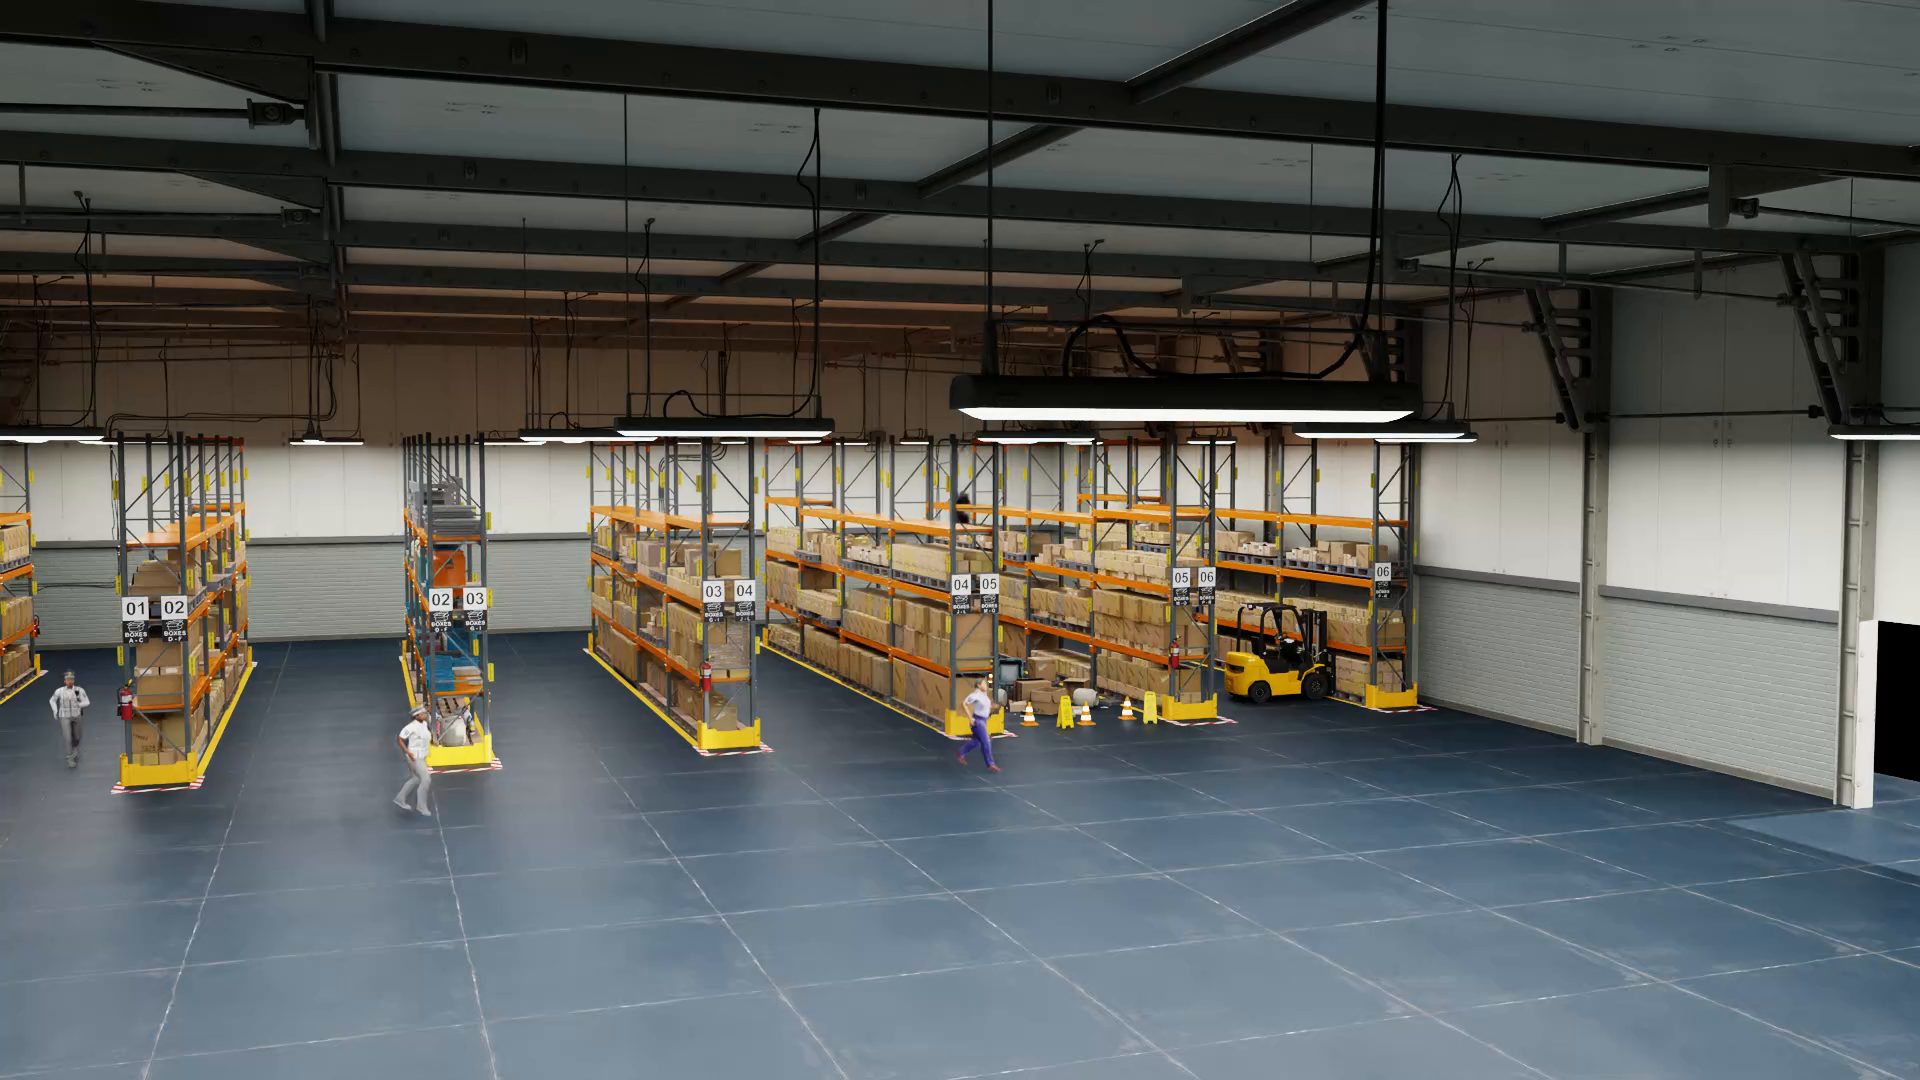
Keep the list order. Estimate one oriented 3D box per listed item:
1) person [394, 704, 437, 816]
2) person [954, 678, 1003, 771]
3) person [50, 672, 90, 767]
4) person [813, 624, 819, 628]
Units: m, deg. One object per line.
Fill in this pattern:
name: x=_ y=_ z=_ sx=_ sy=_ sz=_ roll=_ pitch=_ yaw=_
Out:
person: x=-8.543 y=3.446 z=26.049 sx=0.708 sy=1.773 sz=0.601 roll=0 pitch=3 yaw=7
person: x=0.330 y=3.246 z=29.427 sx=0.900 sy=1.638 sz=0.604 roll=1 pitch=3 yaw=18
person: x=-16.040 y=3.202 z=29.989 sx=0.618 sy=1.667 sz=0.908 roll=-2 pitch=4 yaw=-34
person: x=-4.186 y=2.161 z=49.442 sx=0.588 sy=1.681 sz=0.795 roll=-3 pitch=4 yaw=-44
